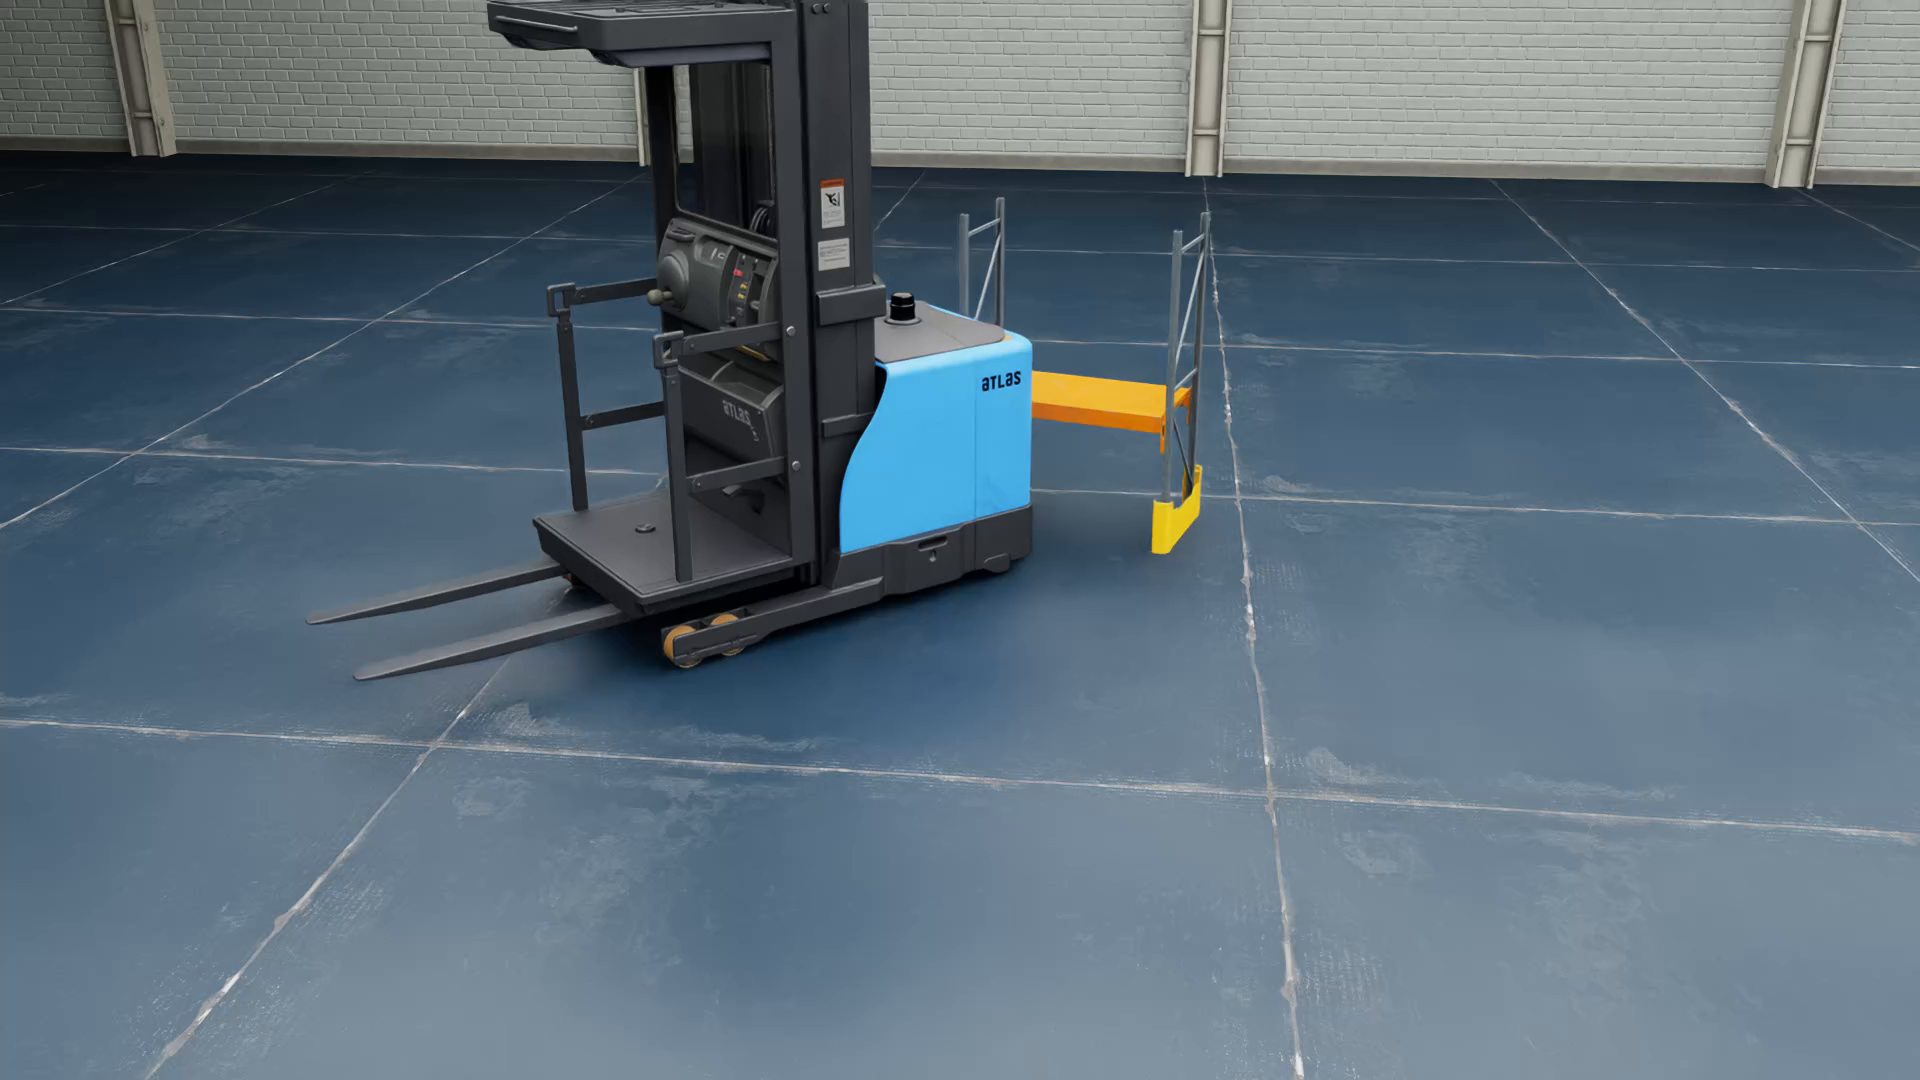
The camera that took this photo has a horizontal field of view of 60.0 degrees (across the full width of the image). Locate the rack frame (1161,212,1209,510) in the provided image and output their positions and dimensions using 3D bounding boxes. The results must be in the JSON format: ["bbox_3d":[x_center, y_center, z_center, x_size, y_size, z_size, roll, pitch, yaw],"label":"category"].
[{"bbox_3d":[1.044,-0.735,7.758,0.032,1.500,0.500,9,23,21],"label":"rack frame"}]

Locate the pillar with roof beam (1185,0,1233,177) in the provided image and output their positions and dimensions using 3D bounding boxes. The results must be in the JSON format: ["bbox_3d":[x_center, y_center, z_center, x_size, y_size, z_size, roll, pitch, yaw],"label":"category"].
[{"bbox_3d":[2.113,-6.548,12.263,0.400,9.000,9.100,2,22,6],"label":"pillar with roof beam"}]

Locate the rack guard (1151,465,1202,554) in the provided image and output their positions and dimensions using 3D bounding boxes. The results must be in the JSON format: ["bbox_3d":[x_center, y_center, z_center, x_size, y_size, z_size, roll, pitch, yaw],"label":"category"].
[{"bbox_3d":[1.043,-0.154,7.988,0.087,0.250,0.587,9,23,21],"label":"rack guard"}]

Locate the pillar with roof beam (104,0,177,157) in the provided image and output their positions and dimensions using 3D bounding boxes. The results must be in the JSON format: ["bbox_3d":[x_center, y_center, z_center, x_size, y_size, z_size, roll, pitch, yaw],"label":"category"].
[{"bbox_3d":[-9.803,-7.067,13.576,0.400,9.000,9.100,2,22,6],"label":"pillar with roof beam"}]

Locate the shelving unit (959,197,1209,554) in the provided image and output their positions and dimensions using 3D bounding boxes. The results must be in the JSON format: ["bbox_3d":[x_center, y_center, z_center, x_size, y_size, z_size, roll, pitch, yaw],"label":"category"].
[{"bbox_3d":[0.584,-0.806,7.938,1.083,1.500,0.587,9,23,21],"label":"shelving unit"}]

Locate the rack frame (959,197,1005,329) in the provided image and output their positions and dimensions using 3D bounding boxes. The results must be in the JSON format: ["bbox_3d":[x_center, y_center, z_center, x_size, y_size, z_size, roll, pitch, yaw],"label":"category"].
[{"bbox_3d":[0.106,-0.879,8.124,0.032,1.500,0.500,9,23,21],"label":"rack frame"}]

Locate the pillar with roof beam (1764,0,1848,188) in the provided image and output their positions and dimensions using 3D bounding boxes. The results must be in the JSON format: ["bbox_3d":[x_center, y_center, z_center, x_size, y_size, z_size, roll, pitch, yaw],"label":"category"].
[{"bbox_3d":[8.072,-6.288,11.606,0.400,9.000,9.100,2,22,6],"label":"pillar with roof beam"}]

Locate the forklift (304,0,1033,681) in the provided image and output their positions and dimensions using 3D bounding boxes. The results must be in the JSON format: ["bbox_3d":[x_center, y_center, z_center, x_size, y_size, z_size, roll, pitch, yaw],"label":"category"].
[{"bbox_3d":[-1.161,-1.071,6.663,3.031,2.935,1.130,-15,26,-33],"label":"forklift"}]

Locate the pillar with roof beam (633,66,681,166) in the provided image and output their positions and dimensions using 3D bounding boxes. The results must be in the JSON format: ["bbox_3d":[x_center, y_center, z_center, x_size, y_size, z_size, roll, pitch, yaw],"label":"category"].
[{"bbox_3d":[-3.845,-6.808,12.919,0.400,9.000,9.100,2,22,6],"label":"pillar with roof beam"}]

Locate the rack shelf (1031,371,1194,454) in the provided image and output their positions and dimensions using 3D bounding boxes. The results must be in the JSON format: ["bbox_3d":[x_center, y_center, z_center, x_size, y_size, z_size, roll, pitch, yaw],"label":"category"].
[{"bbox_3d":[0.575,-0.640,8.007,1.000,0.185,0.538,9,23,21],"label":"rack shelf"}]
